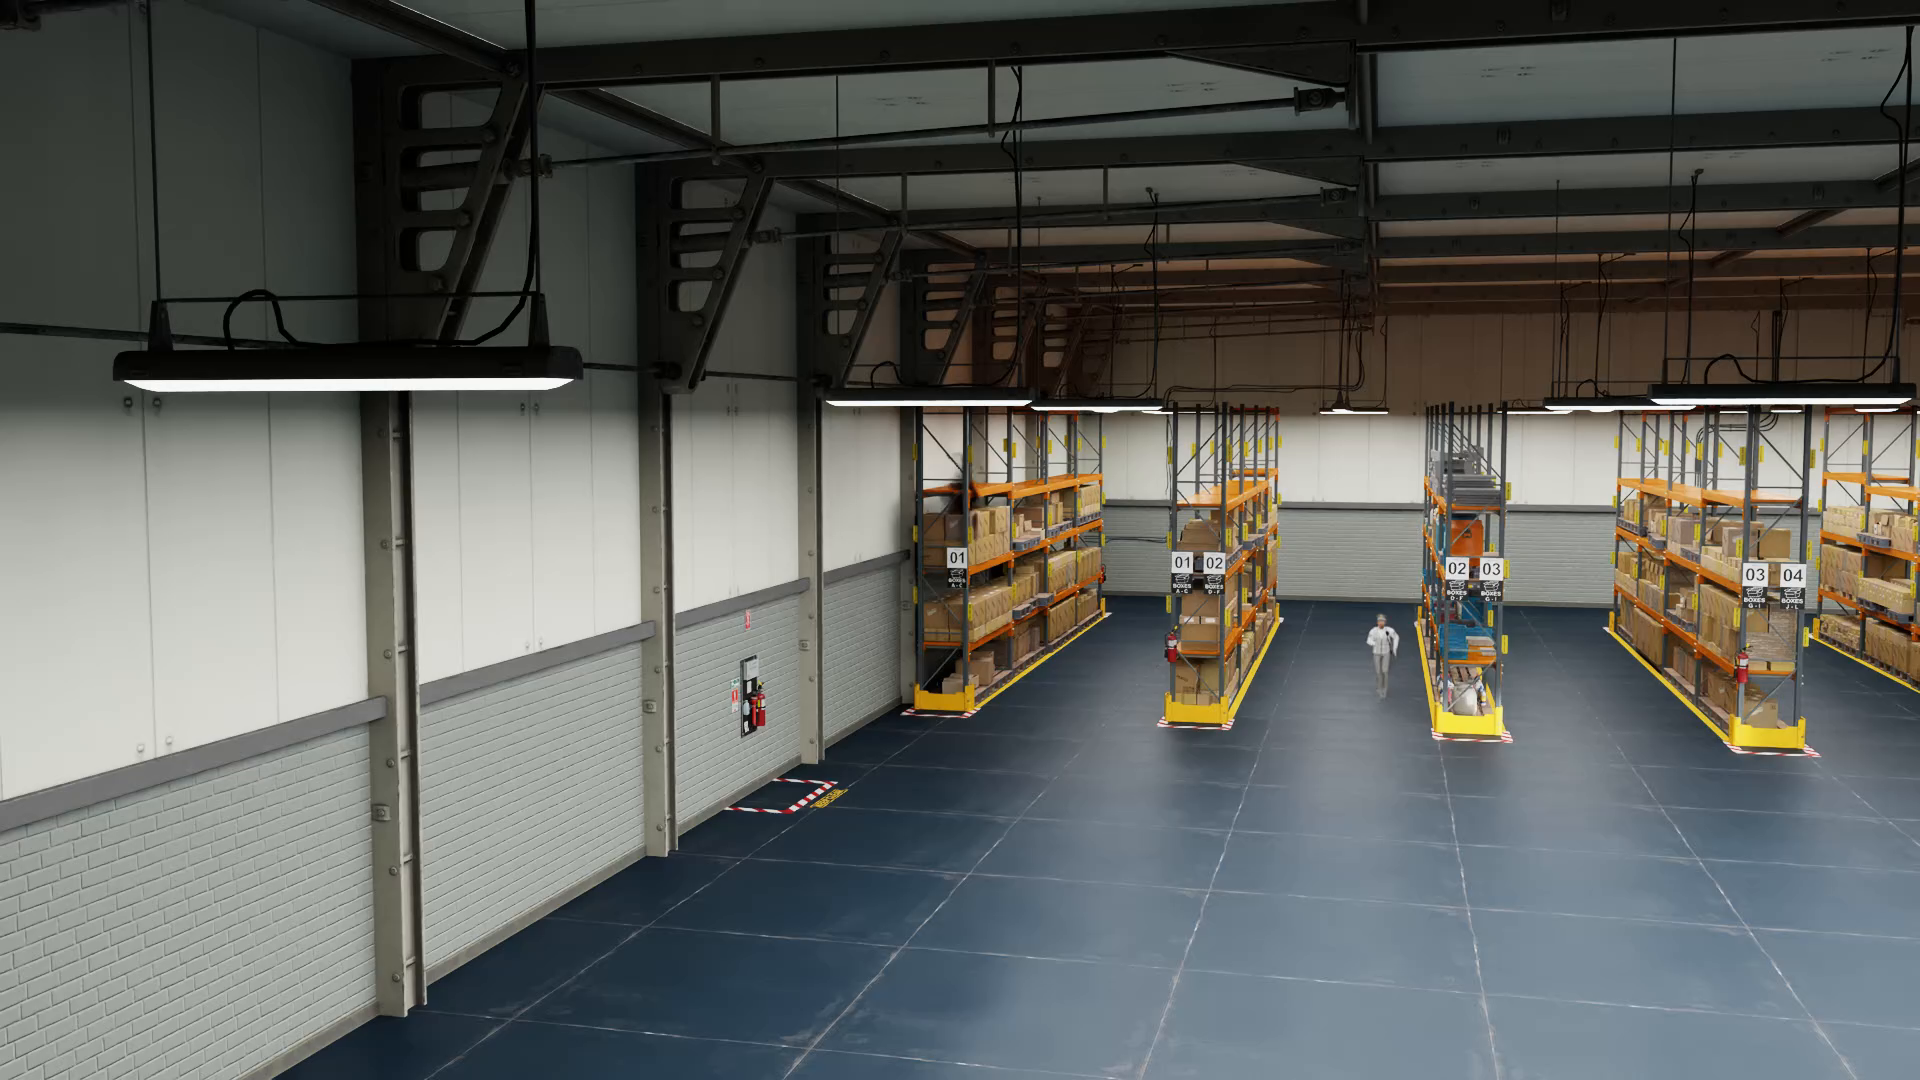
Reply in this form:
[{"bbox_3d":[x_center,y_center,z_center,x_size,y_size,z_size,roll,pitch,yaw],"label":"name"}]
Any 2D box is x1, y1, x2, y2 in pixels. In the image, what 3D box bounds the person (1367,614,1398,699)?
[{"bbox_3d":[8.632,2.371,34.015,0.591,1.739,0.810,2,5,22],"label":"person"}]
